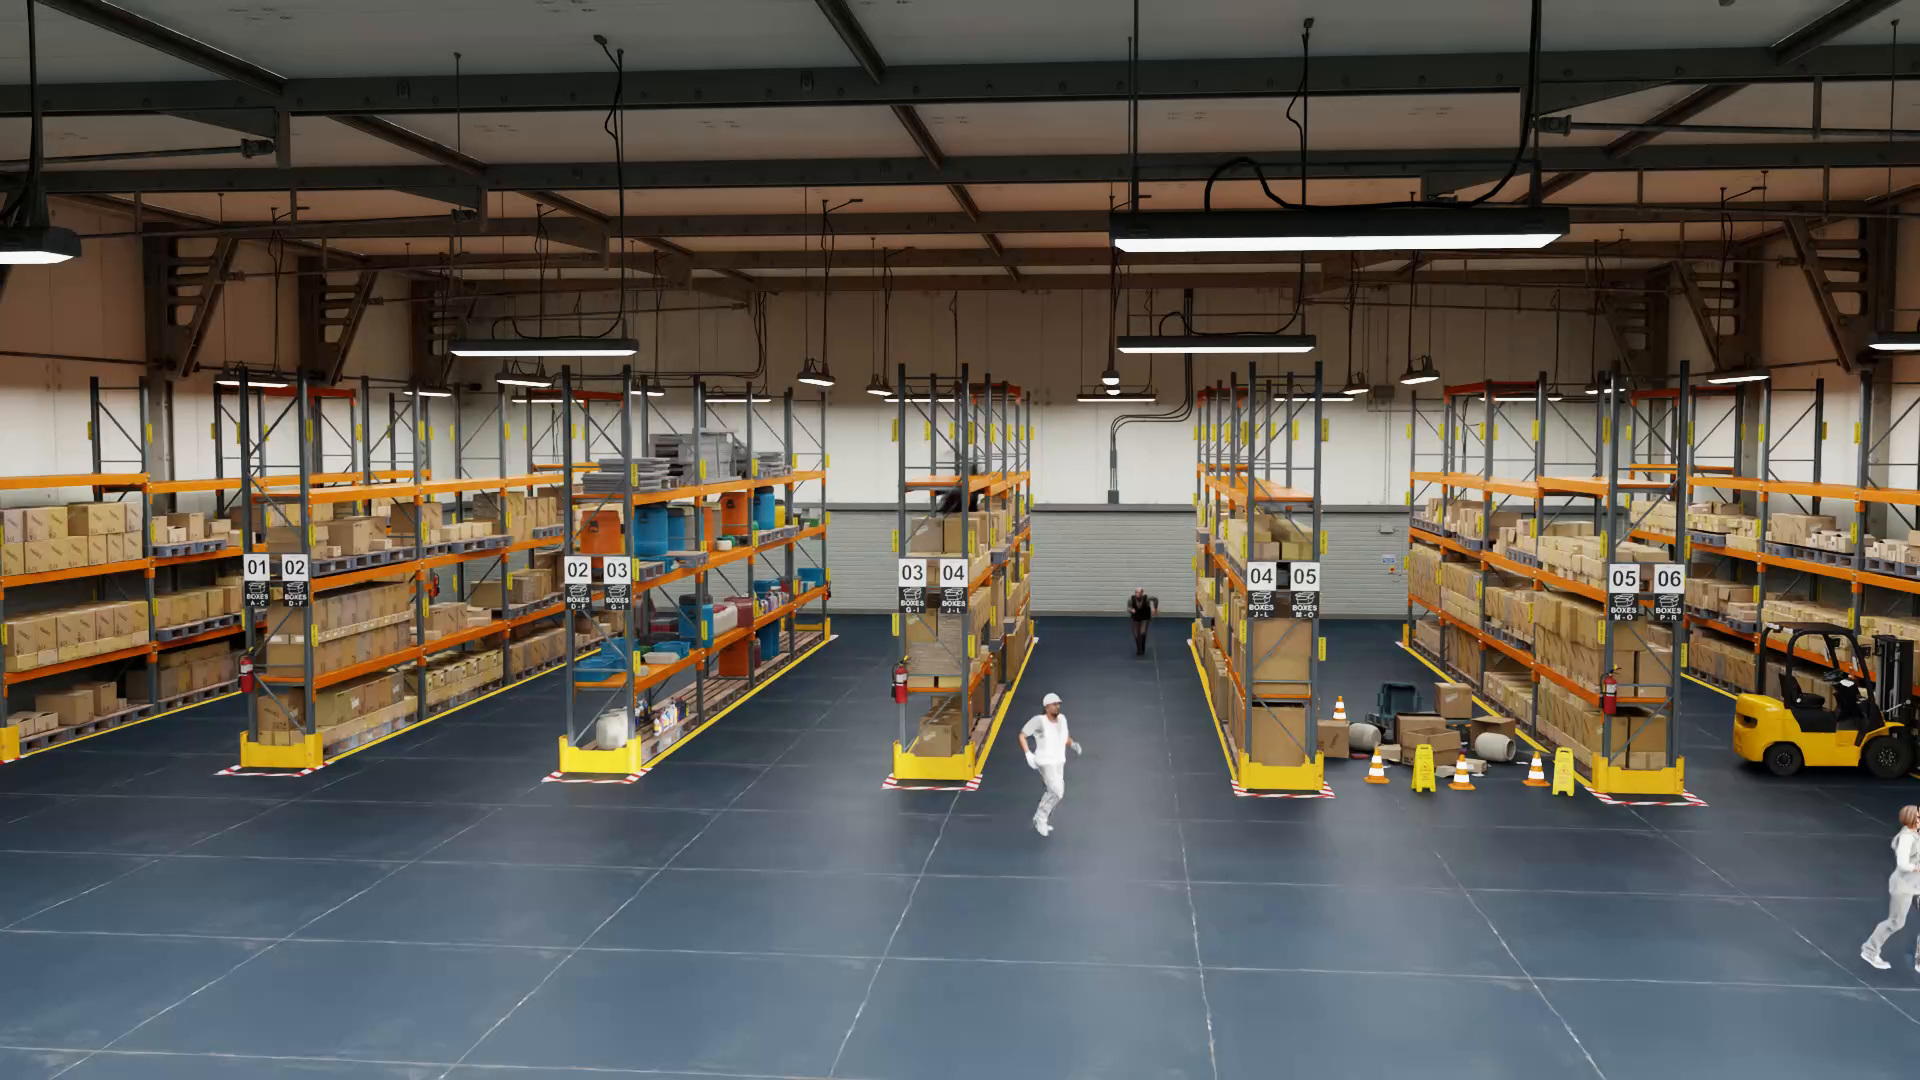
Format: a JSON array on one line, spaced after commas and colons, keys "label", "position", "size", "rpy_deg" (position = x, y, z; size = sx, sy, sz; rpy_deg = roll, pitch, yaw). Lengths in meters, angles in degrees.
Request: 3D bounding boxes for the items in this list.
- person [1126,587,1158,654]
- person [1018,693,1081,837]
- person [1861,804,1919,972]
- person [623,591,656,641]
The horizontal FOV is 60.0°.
[{"label": "person", "position": [4.088, 1.815, 37.318], "size": [0.686, 1.569, 0.926], "rpy_deg": [1, 4, 13]}, {"label": "person", "position": [1.164, 2.793, 20.702], "size": [0.664, 1.772, 0.671], "rpy_deg": [3, 5, 43]}, {"label": "person", "position": [8.649, 3.221, 15.205], "size": [0.525, 1.637, 0.729], "rpy_deg": [-3, 5, -37]}, {"label": "person", "position": [-6.872, 1.901, 35.627], "size": [0.712, 1.661, 0.728], "rpy_deg": [0, 4, 0]}]
